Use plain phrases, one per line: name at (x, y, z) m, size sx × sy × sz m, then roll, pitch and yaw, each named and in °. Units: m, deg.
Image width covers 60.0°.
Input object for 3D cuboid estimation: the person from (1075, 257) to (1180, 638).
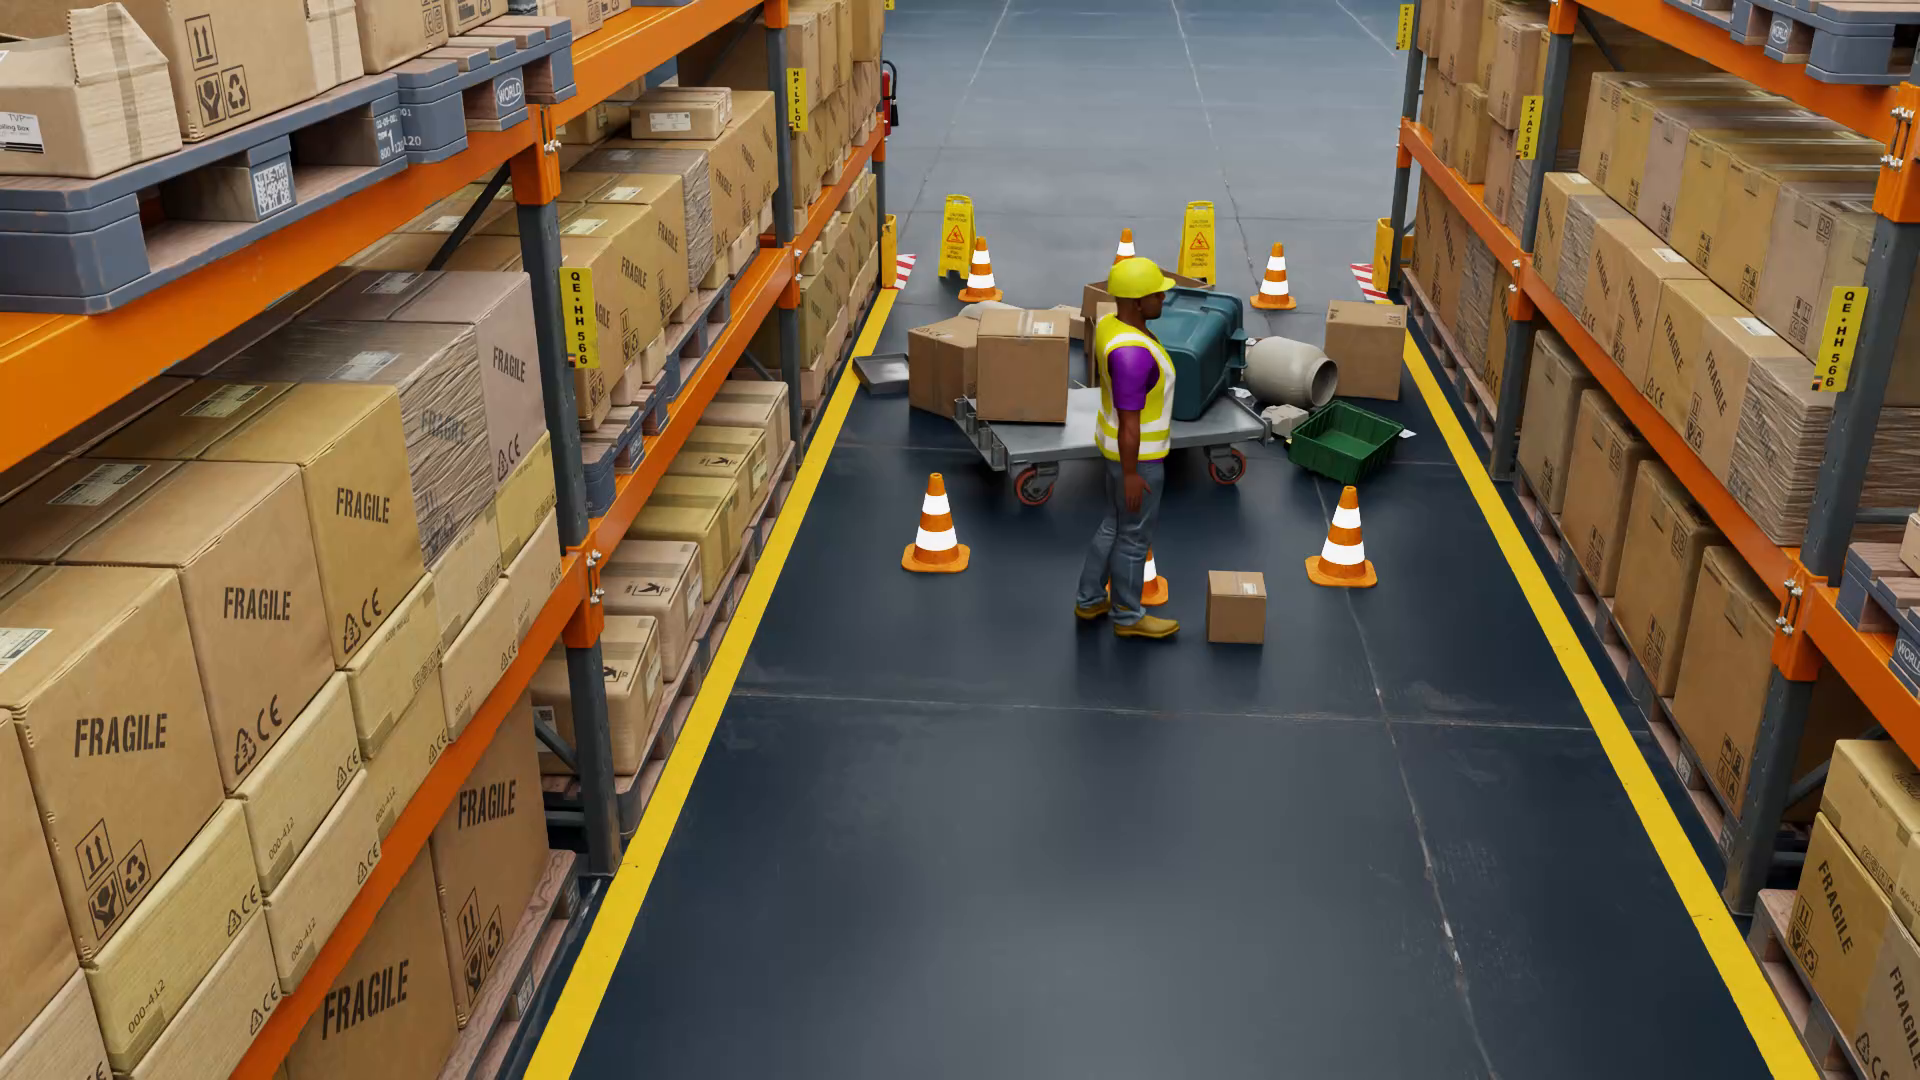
person at (0.777, -0.403, 7.443) m, size 0.459 × 1.770 × 0.608 m, roll -2°, pitch 24°, yaw -5°
